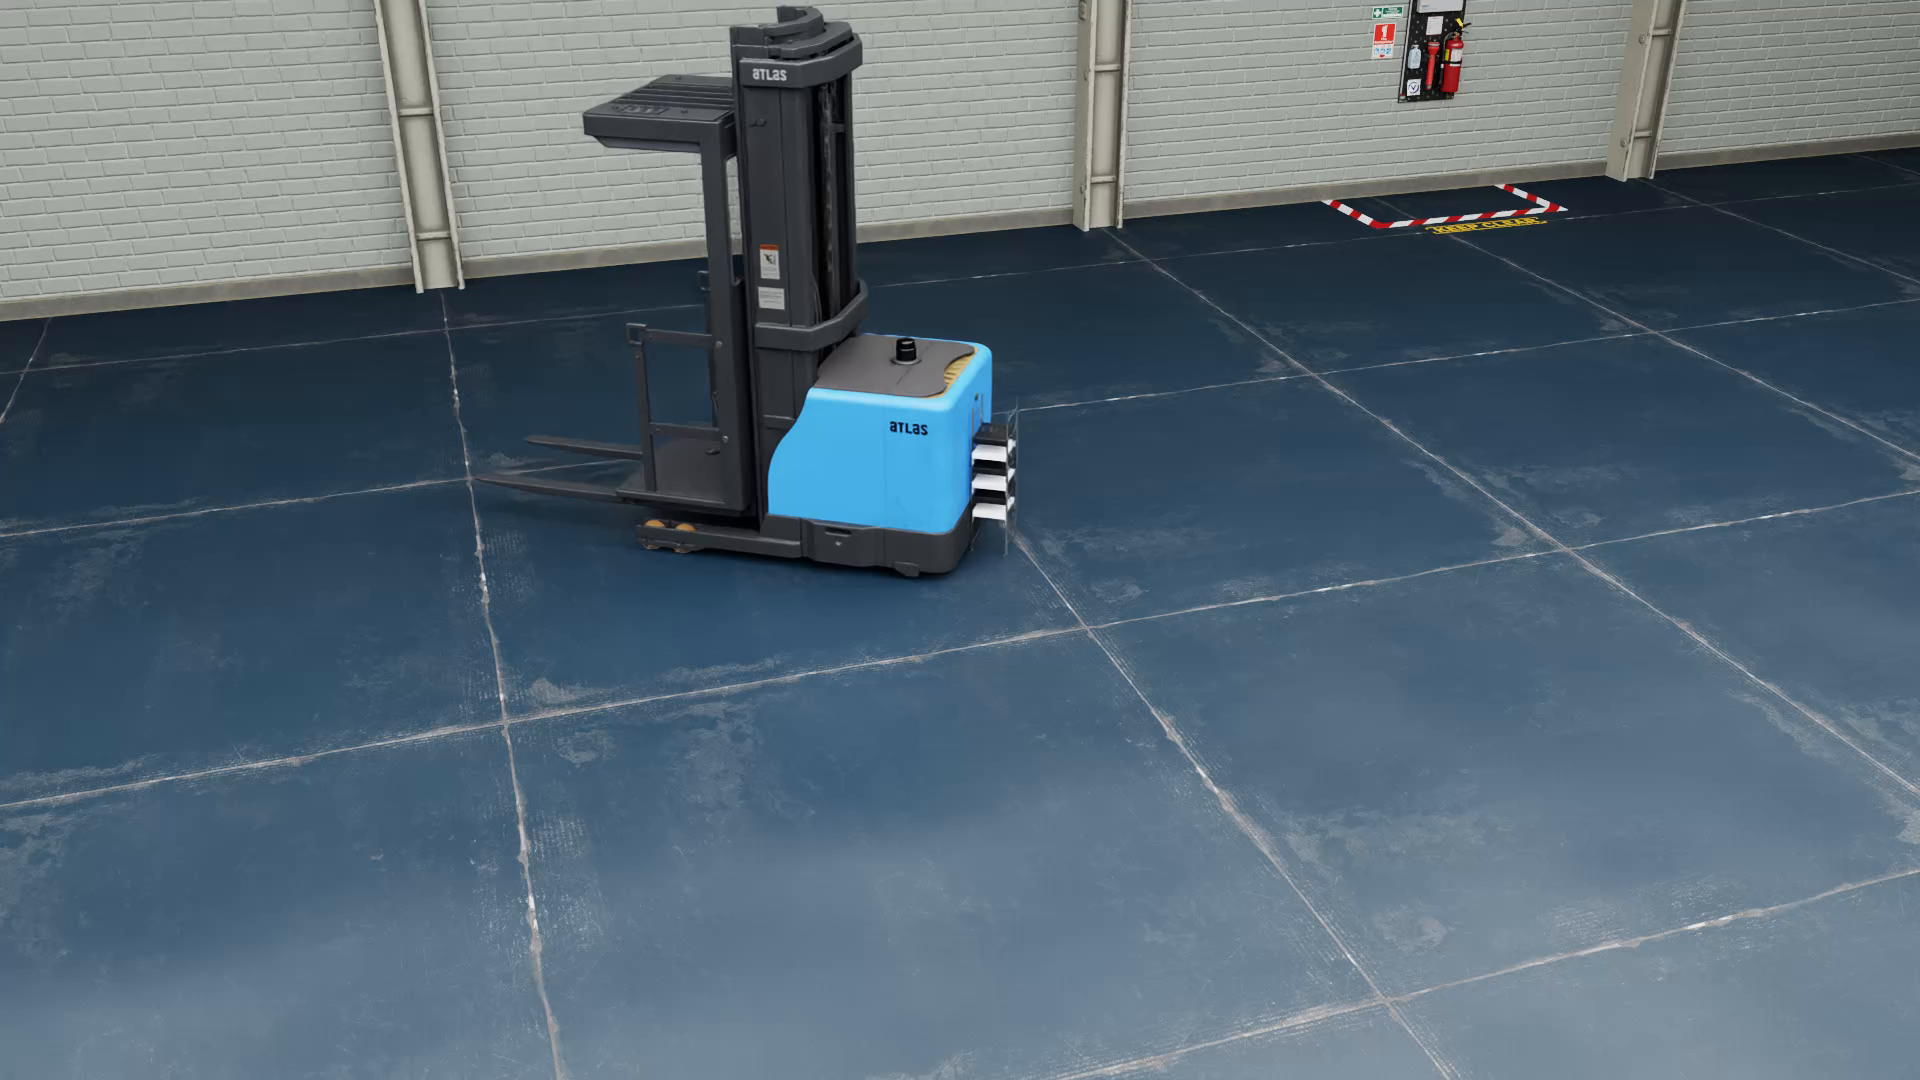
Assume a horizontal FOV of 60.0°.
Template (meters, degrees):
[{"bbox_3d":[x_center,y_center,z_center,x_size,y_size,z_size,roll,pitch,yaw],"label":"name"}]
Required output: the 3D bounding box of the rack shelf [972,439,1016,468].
[{"bbox_3d":[0.196,-0.499,9.413,0.200,0.077,0.258,7,27,13],"label":"rack shelf"}]

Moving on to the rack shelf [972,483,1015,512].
[{"bbox_3d":[0.196,-0.257,9.533,0.200,0.077,0.258,7,27,13],"label":"rack shelf"}]

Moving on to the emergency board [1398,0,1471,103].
[{"bbox_3d":[4.643,-4.830,16.106,0.643,1.169,0.194,-8,28,-16],"label":"emergency board"}]

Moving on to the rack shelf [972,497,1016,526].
[{"bbox_3d":[0.196,-0.177,9.573,0.200,0.077,0.258,7,27,13],"label":"rack shelf"}]

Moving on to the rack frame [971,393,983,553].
[{"bbox_3d":[0.098,-0.379,9.502,0.006,0.900,0.240,7,27,13],"label":"rack frame"}]

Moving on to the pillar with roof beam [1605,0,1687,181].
[{"bbox_3d":[8.338,-6.021,11.758,0.400,9.000,9.100,-8,28,-16],"label":"pillar with roof beam"}]

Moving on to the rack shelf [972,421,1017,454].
[{"bbox_3d":[0.196,-0.580,9.373,0.200,0.077,0.258,7,27,13],"label":"rack shelf"}]

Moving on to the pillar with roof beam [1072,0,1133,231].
[{"bbox_3d":[2.632,-5.195,10.094,0.400,9.000,9.100,-8,28,-16],"label":"pillar with roof beam"}]

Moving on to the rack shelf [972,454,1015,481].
[{"bbox_3d":[0.196,-0.418,9.453,0.200,0.077,0.258,7,27,13],"label":"rack shelf"}]

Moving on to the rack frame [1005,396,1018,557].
[{"bbox_3d":[0.294,-0.356,9.455,0.006,0.900,0.240,7,27,13],"label":"rack frame"}]

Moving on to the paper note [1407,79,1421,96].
[{"bbox_3d":[4.453,-4.440,16.311,0.142,0.148,0.016,-8,28,-16],"label":"paper note"}]

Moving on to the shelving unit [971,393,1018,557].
[{"bbox_3d":[0.196,-0.368,9.479,0.210,0.900,0.258,7,27,13],"label":"shelving unit"}]

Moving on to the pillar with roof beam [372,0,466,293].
[{"bbox_3d":[-3.073,-4.369,8.430,0.400,9.000,9.100,-8,28,-16],"label":"pillar with roof beam"}]

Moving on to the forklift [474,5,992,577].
[{"bbox_3d":[-1.378,-1.454,9.382,3.031,2.935,1.130,7,27,13],"label":"forklift"}]

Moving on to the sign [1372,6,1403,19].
[{"bbox_3d":[4.092,-5.048,15.908,0.331,0.109,0.001,-8,28,-16],"label":"sign"}]

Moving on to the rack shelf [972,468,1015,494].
[{"bbox_3d":[0.196,-0.338,9.493,0.200,0.077,0.258,7,27,13],"label":"rack shelf"}]

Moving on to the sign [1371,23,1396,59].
[{"bbox_3d":[4.085,-4.813,16.032,0.234,0.329,0.001,-8,28,-16],"label":"sign"}]
